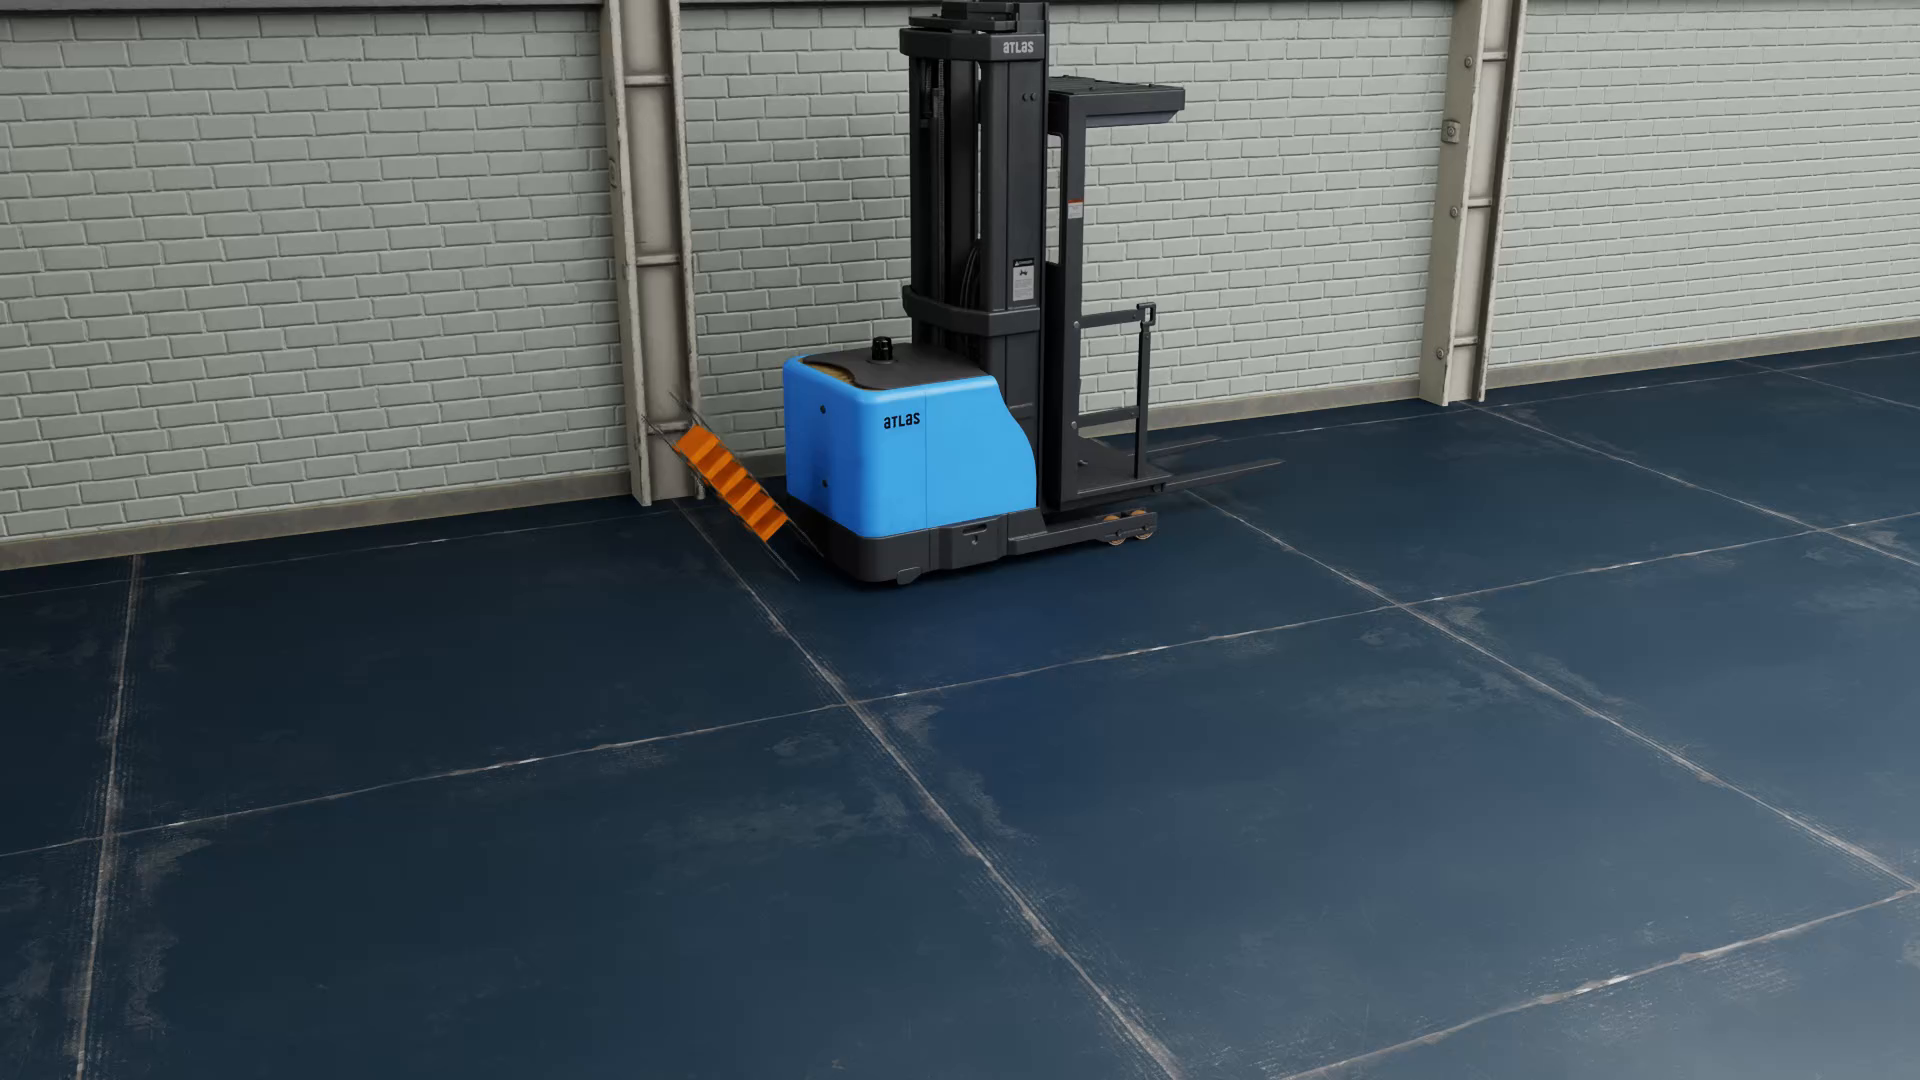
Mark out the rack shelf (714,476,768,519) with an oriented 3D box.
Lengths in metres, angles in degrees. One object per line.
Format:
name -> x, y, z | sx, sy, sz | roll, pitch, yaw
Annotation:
rack shelf -> -1.148, -0.242, 8.698 | 0.180, 0.103, 0.258 | -46, 34, -10

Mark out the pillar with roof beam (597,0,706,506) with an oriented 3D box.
pillar with roof beam -> -0.103, -3.209, 5.088 | 0.400, 9.000, 9.100 | -8, 21, -22

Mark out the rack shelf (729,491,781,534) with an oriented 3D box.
rack shelf -> -1.085, -0.164, 8.765 | 0.180, 0.103, 0.258 | -46, 34, -10

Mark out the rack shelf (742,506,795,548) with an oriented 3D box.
rack shelf -> -1.022, -0.086, 8.831 | 0.180, 0.103, 0.258 | -46, 34, -10

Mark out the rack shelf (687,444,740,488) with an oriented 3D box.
rack shelf -> -1.274, -0.397, 8.565 | 0.180, 0.103, 0.258 | -46, 34, -10

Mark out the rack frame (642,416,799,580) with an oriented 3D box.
rack frame -> -1.234, -0.205, 8.657 | 0.006, 1.200, 0.240 | -46, 34, -10

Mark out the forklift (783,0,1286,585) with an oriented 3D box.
forklift -> 0.538, -1.491, 9.343 | 3.031, 2.935, 1.130 | -11, 22, -29

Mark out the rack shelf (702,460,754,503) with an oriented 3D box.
rack shelf -> -1.211, -0.319, 8.631 | 0.180, 0.103, 0.258 | -46, 34, -10

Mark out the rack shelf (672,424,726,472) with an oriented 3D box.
rack shelf -> -1.337, -0.474, 8.498 | 0.180, 0.103, 0.258 | -46, 34, -10

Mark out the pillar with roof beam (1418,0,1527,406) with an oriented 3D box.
pillar with roof beam -> 5.406, -3.999, 7.329 | 0.400, 9.000, 9.100 | -8, 21, -22

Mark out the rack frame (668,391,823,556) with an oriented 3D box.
rack frame -> -1.109, -0.335, 8.690 | 0.006, 1.200, 0.240 | -46, 34, -10

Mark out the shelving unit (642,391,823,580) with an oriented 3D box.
shelving unit -> -1.171, -0.270, 8.673 | 0.189, 1.200, 0.258 | -46, 34, -10
